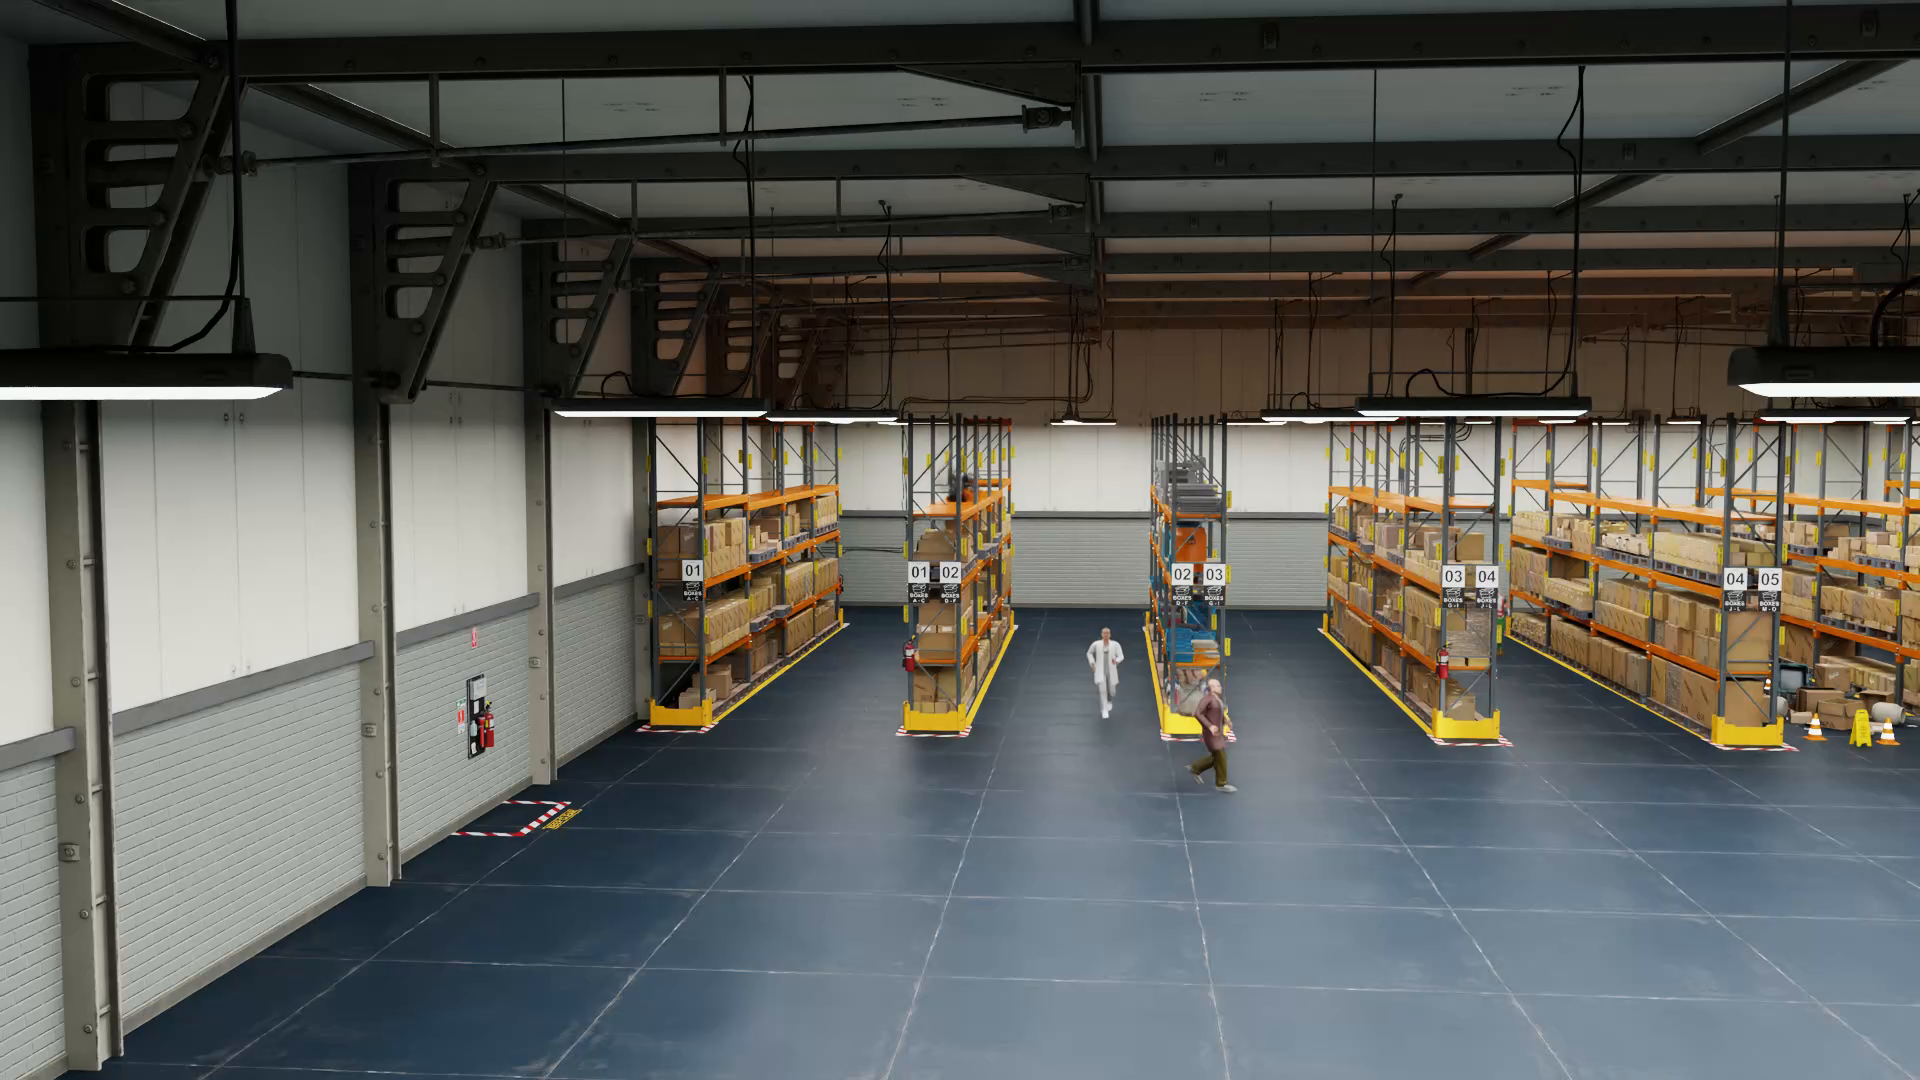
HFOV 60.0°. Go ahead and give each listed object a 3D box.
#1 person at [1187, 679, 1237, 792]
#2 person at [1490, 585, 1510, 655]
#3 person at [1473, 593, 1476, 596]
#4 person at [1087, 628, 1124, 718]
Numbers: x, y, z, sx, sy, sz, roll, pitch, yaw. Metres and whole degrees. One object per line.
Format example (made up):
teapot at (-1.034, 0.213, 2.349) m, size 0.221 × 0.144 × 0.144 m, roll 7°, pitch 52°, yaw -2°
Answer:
person at (3.968, 3.068, 26.241) m, size 0.883 × 1.760 × 0.720 m, roll 2°, pitch 4°, yaw 30°
person at (13.563, 1.976, 42.036) m, size 0.675 × 1.757 × 1.051 m, roll 1°, pitch 4°, yaw 10°
person at (13.905, 1.812, 46.122) m, size 0.696 × 1.693 × 0.770 m, roll 4°, pitch 5°, yaw 44°
person at (2.864, 2.605, 32.792) m, size 0.719 × 1.744 × 0.897 m, roll 0°, pitch 4°, yaw 0°
